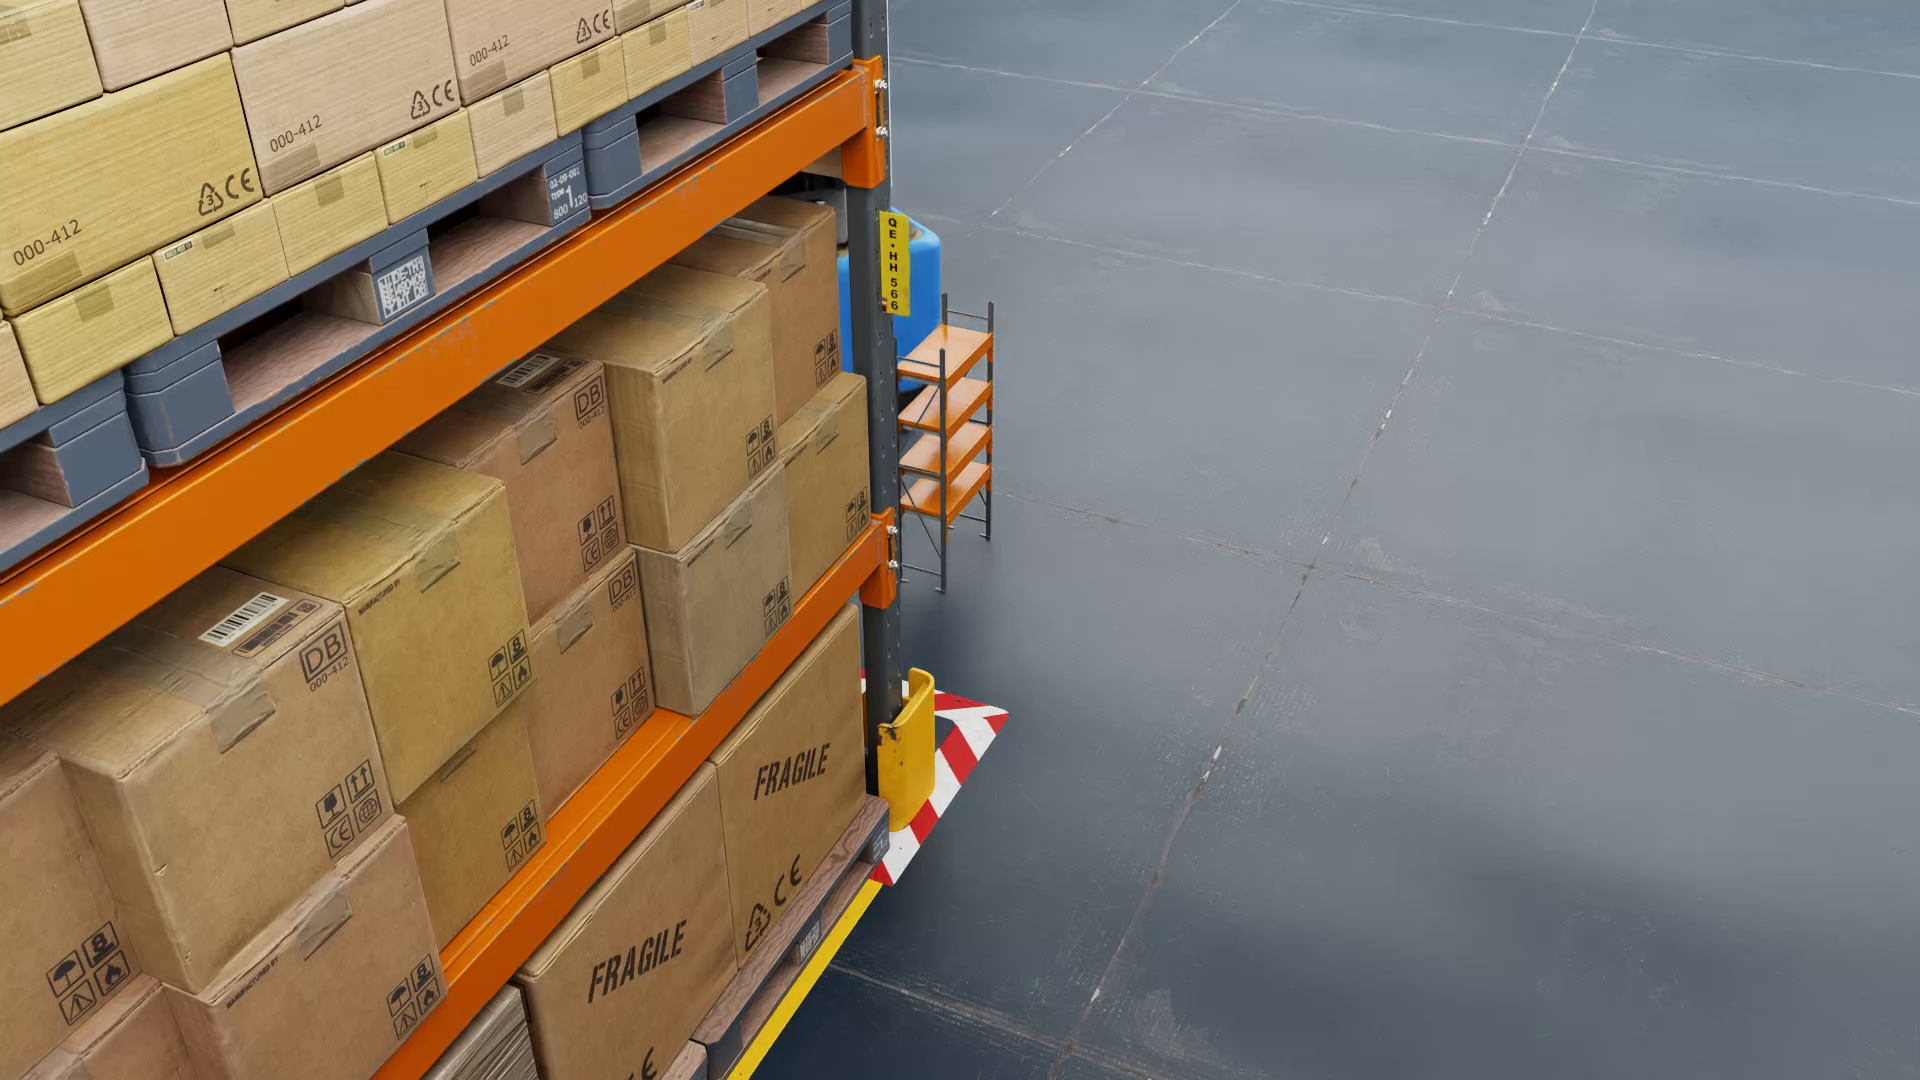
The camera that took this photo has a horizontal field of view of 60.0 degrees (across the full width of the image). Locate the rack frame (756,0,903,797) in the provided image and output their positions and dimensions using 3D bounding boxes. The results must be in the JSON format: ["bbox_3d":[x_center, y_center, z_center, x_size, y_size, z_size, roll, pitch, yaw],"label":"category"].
[{"bbox_3d":[-0.686,-0.377,5.589,1.000,3.000,0.127,14,36,20],"label":"rack frame"}]

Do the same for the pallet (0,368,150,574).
[{"bbox_3d":[-2.007,-0.007,2.370,1.003,0.211,1.213,14,36,20],"label":"pallet"}]

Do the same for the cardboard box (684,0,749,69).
[{"bbox_3d":[-0.730,-1.247,3.935,0.380,0.149,0.250,15,36,21],"label":"cardboard box"}]

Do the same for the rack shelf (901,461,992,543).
[{"bbox_3d":[-0.069,-0.197,7.441,0.258,0.148,0.480,14,36,20],"label":"rack shelf"}]

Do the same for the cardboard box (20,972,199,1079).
[{"bbox_3d":[-2.006,1.087,3.220,0.875,0.550,0.550,14,36,20],"label":"cardboard box"}]

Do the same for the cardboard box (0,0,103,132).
[{"bbox_3d":[-1.473,-0.696,2.369,0.380,0.149,0.250,15,36,21],"label":"cardboard box"}]

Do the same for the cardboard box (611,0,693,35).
[{"bbox_3d":[-0.847,-1.353,3.734,0.500,0.250,0.500,14,36,21],"label":"cardboard box"}]

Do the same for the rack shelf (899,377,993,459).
[{"bbox_3d":[-0.069,-0.550,7.210,0.258,0.148,0.480,14,36,20],"label":"rack shelf"}]

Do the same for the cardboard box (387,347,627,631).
[{"bbox_3d":[-1.380,-0.172,4.156,0.875,0.550,0.550,14,36,20],"label":"cardboard box"}]

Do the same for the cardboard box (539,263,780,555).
[{"bbox_3d":[-1.022,-0.420,4.533,0.875,0.550,0.550,14,36,20],"label":"cardboard box"}]

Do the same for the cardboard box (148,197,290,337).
[{"bbox_3d":[-1.367,-0.489,2.780,0.380,0.149,0.250,14,36,21],"label":"cardboard box"}]

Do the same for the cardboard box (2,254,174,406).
[{"bbox_3d":[-1.474,-0.362,2.586,0.380,0.149,0.250,14,36,20],"label":"cardboard box"}]

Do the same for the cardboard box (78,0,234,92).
[{"bbox_3d":[-1.367,-0.822,2.561,0.380,0.149,0.250,14,36,20],"label":"cardboard box"}]

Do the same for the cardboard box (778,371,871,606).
[{"bbox_3d":[-0.800,-0.244,5.250,0.875,0.550,0.550,14,36,20],"label":"cardboard box"}]

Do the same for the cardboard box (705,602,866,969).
[{"bbox_3d":[-0.909,0.689,5.518,0.875,0.875,0.875,14,36,21],"label":"cardboard box"}]

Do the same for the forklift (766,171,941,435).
[{"bbox_3d":[-1.297,-2.331,8.632,1.130,2.935,3.031,-19,38,-27],"label":"forklift"}]

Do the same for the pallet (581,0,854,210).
[{"bbox_3d":[-0.986,-1.222,4.224,1.003,0.211,1.213,14,36,20],"label":"pallet"}]

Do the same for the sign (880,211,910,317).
[{"bbox_3d":[-0.199,-0.829,5.006,0.100,0.325,0.005,14,36,20],"label":"sign"}]

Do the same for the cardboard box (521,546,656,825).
[{"bbox_3d":[-1.358,0.285,4.443,0.875,0.550,0.550,14,36,20],"label":"cardboard box"}]

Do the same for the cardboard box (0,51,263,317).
[{"bbox_3d":[-1.480,-0.600,2.586,0.500,0.250,0.500,14,36,20],"label":"cardboard box"}]

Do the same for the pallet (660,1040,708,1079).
[{"bbox_3d":[-1.461,1.811,4.796,1.003,0.211,1.213,14,36,20],"label":"pallet"}]

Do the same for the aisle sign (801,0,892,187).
[{"bbox_3d":[-0.383,-1.430,4.825,0.394,0.787,0.004,14,36,20],"label":"aisle sign"}]

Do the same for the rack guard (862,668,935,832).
[{"bbox_3d":[-0.676,0.657,6.293,1.175,0.500,0.348,14,36,20],"label":"rack guard"}]

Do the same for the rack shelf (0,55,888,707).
[{"bbox_3d":[-1.522,-0.334,3.445,1.077,0.370,4.000,14,36,20],"label":"rack shelf"}]

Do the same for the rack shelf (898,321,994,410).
[{"bbox_3d":[-0.069,-0.748,7.080,0.258,0.148,0.480,14,36,20],"label":"rack shelf"}]

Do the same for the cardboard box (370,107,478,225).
[{"bbox_3d":[-1.155,-0.741,3.163,0.380,0.149,0.250,15,36,21],"label":"cardboard box"}]

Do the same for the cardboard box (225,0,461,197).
[{"bbox_3d":[-1.269,-0.853,2.971,0.500,0.250,0.500,15,36,21],"label":"cardboard box"}]

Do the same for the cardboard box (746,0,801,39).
[{"bbox_3d":[-0.623,-1.375,4.131,0.380,0.149,0.250,14,36,21],"label":"cardboard box"}]

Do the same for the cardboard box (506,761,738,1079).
[{"bbox_3d":[-1.276,1.128,4.849,0.875,0.875,0.875,14,36,20],"label":"cardboard box"}]

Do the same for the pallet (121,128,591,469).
[{"bbox_3d":[-1.496,-0.612,3.294,1.003,0.211,1.213,14,36,20],"label":"pallet"}]

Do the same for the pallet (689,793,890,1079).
[{"bbox_3d":[-0.949,1.206,5.719,1.003,0.211,1.213,14,36,20],"label":"pallet"}]

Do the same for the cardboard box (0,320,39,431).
[{"bbox_3d":[-1.581,-0.233,2.389,0.380,0.149,0.250,14,36,20],"label":"cardboard box"}]

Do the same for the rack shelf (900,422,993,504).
[{"bbox_3d":[-0.069,-0.363,7.332,0.258,0.148,0.480,14,36,20],"label":"rack shelf"}]

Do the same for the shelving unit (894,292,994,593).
[{"bbox_3d":[-0.069,-0.419,7.295,0.258,1.200,0.503,14,36,20],"label":"shelving unit"}]

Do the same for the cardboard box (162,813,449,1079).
[{"bbox_3d":[-1.673,0.845,3.589,0.875,0.550,0.550,14,36,20],"label":"cardboard box"}]

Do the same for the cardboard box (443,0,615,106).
[{"bbox_3d":[-1.057,-1.104,3.353,0.500,0.250,0.500,14,36,20],"label":"cardboard box"}]

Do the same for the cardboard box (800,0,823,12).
[{"bbox_3d":[-0.517,-1.500,4.322,0.380,0.149,0.250,14,36,20],"label":"cardboard box"}]

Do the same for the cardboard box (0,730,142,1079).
[{"bbox_3d":[-2.049,0.625,2.940,0.875,0.550,0.550,14,36,20],"label":"cardboard box"}]

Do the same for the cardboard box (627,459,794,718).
[{"bbox_3d":[-1.010,0.035,4.825,0.875,0.550,0.550,14,36,20],"label":"cardboard box"}]

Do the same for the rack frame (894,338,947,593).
[{"bbox_3d":[-0.171,-0.298,7.110,0.240,1.200,0.015,14,36,20],"label":"rack frame"}]

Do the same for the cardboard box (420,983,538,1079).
[{"bbox_3d":[-1.659,1.581,4.158,0.875,0.875,0.875,14,36,21],"label":"cardboard box"}]

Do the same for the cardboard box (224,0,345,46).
[{"bbox_3d":[-1.262,-0.946,2.749,0.380,0.149,0.250,14,36,20],"label":"cardboard box"}]

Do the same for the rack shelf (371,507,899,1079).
[{"bbox_3d":[-1.522,0.920,4.267,1.077,0.370,4.000,14,36,20],"label":"rack shelf"}]

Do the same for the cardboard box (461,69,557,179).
[{"bbox_3d":[-1.049,-0.867,3.357,0.380,0.149,0.250,14,36,21],"label":"cardboard box"}]

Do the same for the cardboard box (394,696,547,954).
[{"bbox_3d":[-1.542,0.558,4.026,0.875,0.550,0.500,14,36,20],"label":"cardboard box"}]

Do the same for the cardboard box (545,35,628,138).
[{"bbox_3d":[-0.943,-0.993,3.548,0.380,0.149,0.250,14,36,20],"label":"cardboard box"}]

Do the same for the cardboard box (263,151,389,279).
[{"bbox_3d":[-1.262,-0.612,2.968,0.380,0.149,0.250,15,36,21],"label":"cardboard box"}]

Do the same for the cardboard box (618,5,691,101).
[{"bbox_3d":[-0.836,-1.121,3.744,0.380,0.149,0.250,15,36,21],"label":"cardboard box"}]

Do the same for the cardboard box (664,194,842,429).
[{"bbox_3d":[-0.876,-0.715,4.984,0.875,0.550,0.550,14,36,20],"label":"cardboard box"}]

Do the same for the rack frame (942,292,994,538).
[{"bbox_3d":[0.033,-0.541,7.481,0.240,1.200,0.015,14,36,20],"label":"rack frame"}]

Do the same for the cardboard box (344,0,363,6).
[{"bbox_3d":[-1.156,-1.072,2.941,0.380,0.149,0.250,14,36,21],"label":"cardboard box"}]

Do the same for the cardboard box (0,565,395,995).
[{"bbox_3d":[-1.698,0.387,3.302,0.875,0.550,0.550,14,36,20],"label":"cardboard box"}]

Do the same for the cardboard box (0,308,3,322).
[{"bbox_3d":[-1.691,-0.349,2.203,0.500,0.250,0.500,14,36,20],"label":"cardboard box"}]

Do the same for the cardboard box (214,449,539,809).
[{"bbox_3d":[-1.484,0.122,3.708,0.875,0.550,0.500,14,36,20],"label":"cardboard box"}]
